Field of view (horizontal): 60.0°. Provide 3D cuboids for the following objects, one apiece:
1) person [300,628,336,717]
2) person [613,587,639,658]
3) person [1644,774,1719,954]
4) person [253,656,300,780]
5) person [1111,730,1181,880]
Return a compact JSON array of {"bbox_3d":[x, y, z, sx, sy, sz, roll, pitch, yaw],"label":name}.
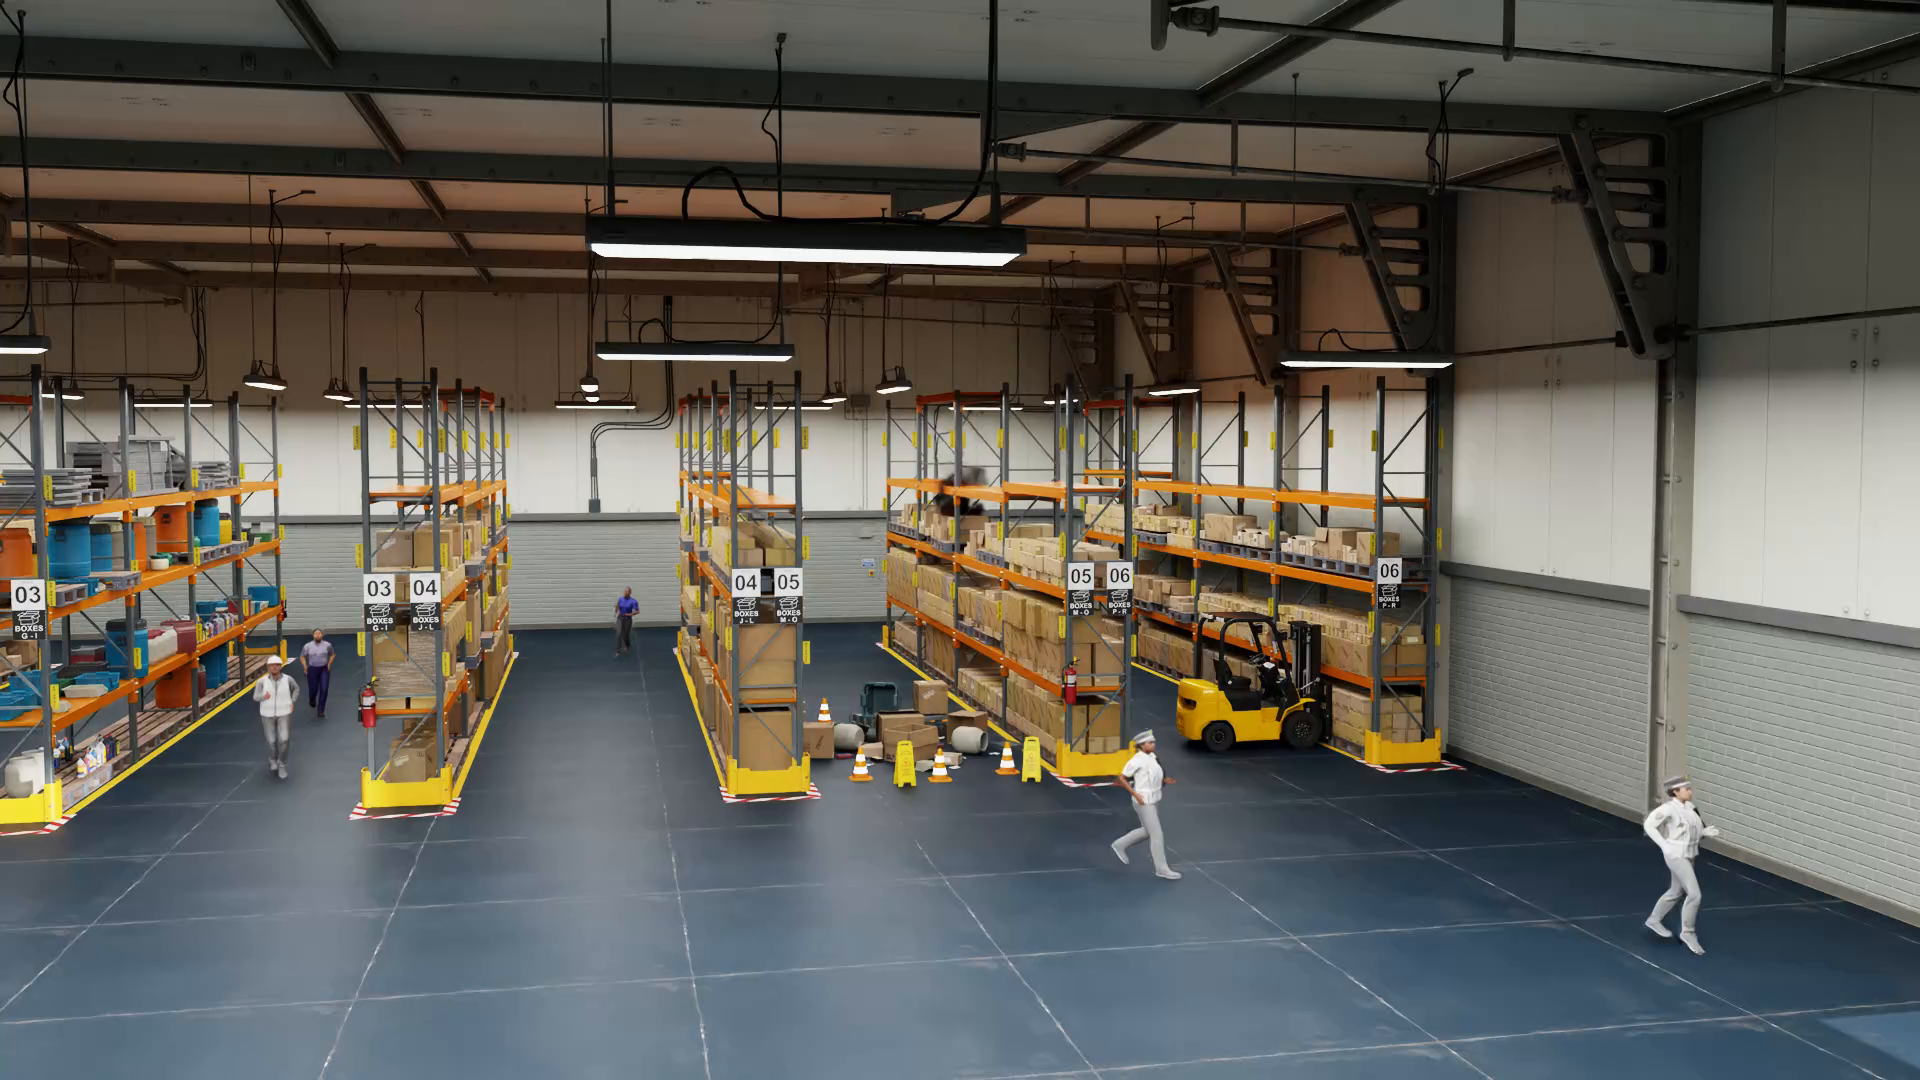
[{"bbox_3d":[-11.694,2.407,30.314,0.609,1.606,0.584,-2,4,-26],"label":"person"},{"bbox_3d":[-7.752,1.913,38.725,0.620,1.644,0.809,1,3,11],"label":"person"},{"bbox_3d":[7.125,3.176,16.444,0.593,1.753,0.695,-3,5,-42],"label":"person"},{"bbox_3d":[-10.202,2.640,24.820,0.640,1.831,0.726,-1,4,-19],"label":"person"},{"bbox_3d":[2.126,3.006,19.113,0.924,1.675,0.583,2,4,31],"label":"person"}]
